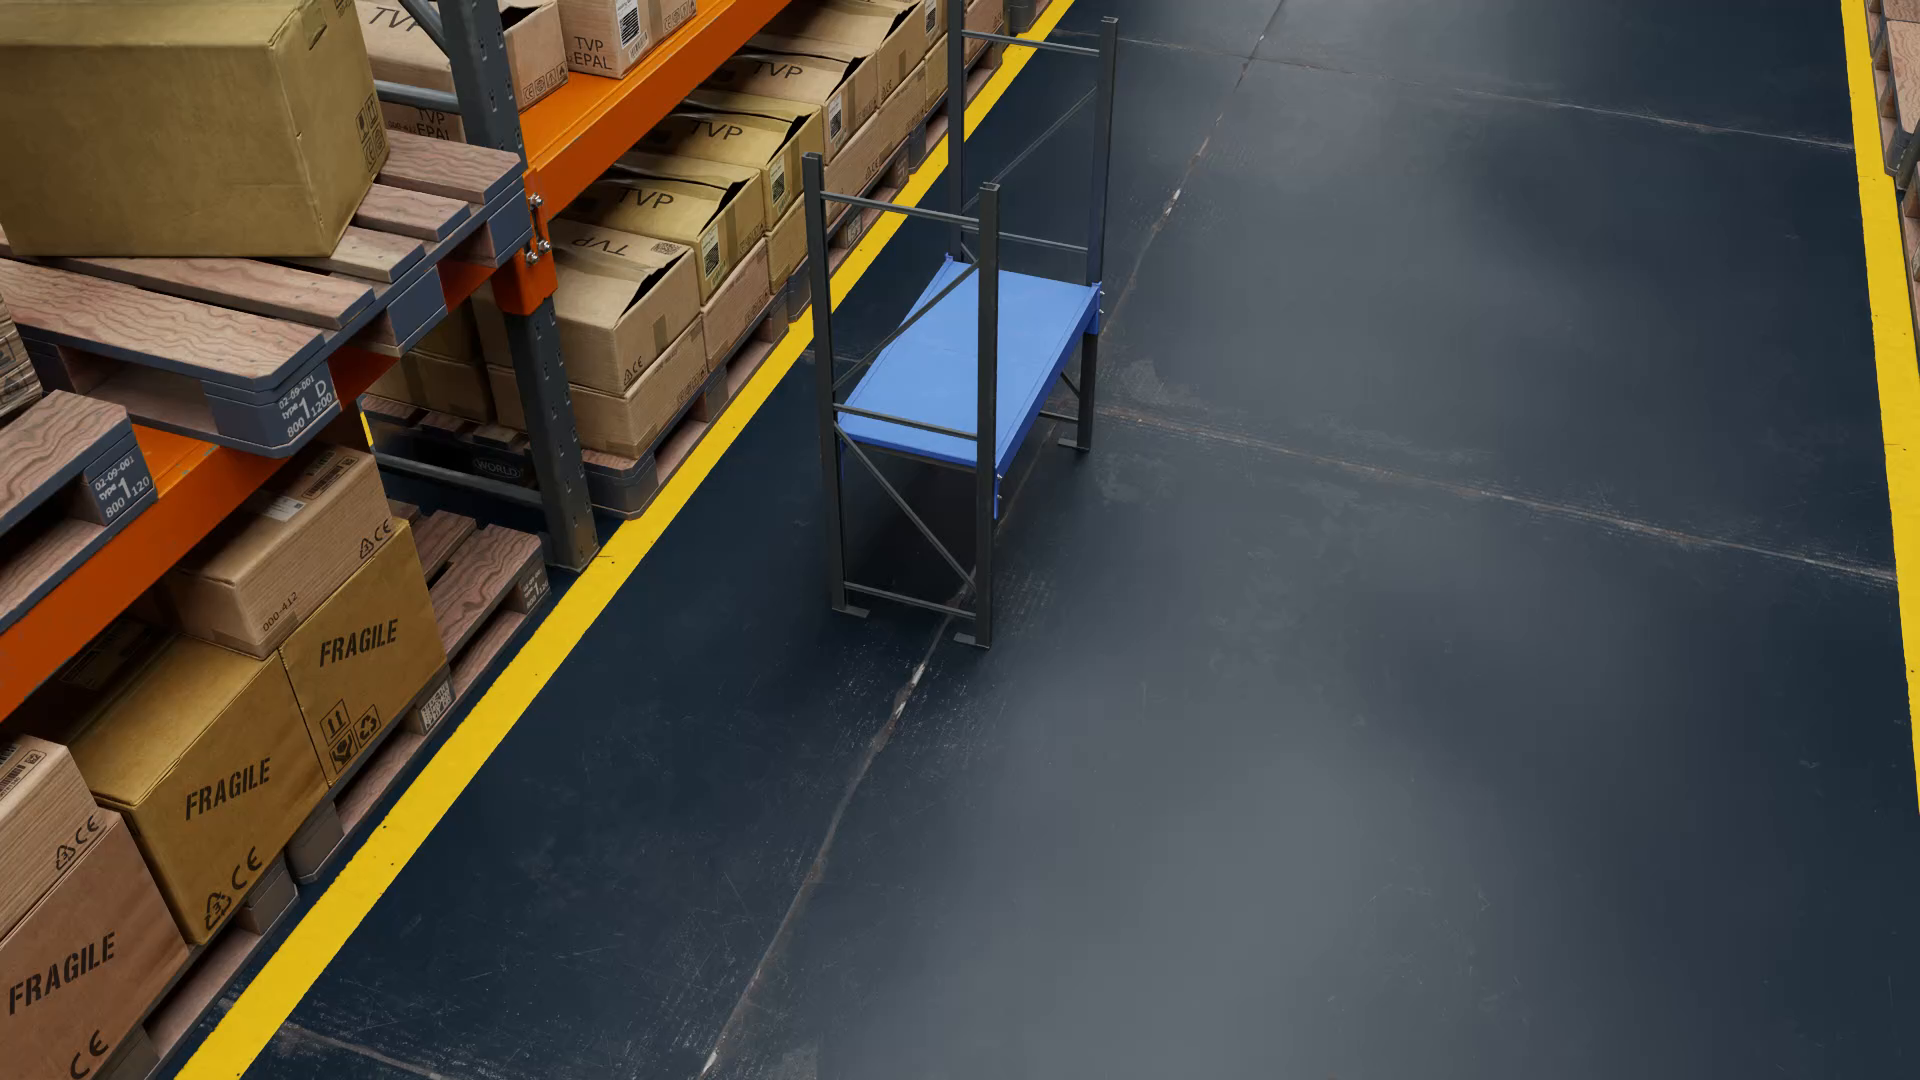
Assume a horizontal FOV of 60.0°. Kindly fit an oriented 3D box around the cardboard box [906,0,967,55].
[{"bbox_3d":[-0.290,-2.318,7.019,0.500,0.311,0.500,14,43,16],"label":"cardboard box"}]

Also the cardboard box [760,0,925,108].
[{"bbox_3d":[-0.463,-2.014,6.663,0.500,0.311,0.500,13,42,15],"label":"cardboard box"}]

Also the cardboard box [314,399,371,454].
[{"bbox_3d":[-2.041,-0.183,4.740,0.500,0.500,0.500,15,43,17],"label":"cardboard box"}]

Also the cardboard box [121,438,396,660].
[{"bbox_3d":[-1.732,-0.025,3.977,0.500,0.250,0.500,15,43,17],"label":"cardboard box"}]

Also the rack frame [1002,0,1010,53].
[{"bbox_3d":[-0.249,-3.621,7.183,1.000,3.000,0.127,13,42,15],"label":"rack frame"}]

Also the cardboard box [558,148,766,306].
[{"bbox_3d":[-0.990,-1.084,5.573,0.500,0.311,0.500,12,42,14],"label":"cardboard box"}]

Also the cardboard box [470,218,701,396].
[{"bbox_3d":[-1.162,-0.762,5.195,0.500,0.311,0.500,15,43,17],"label":"cardboard box"}]

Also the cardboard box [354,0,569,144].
[{"bbox_3d":[-1.452,-1.359,4.601,0.500,0.311,0.500,16,43,18],"label":"cardboard box"}]

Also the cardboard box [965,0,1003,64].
[{"bbox_3d":[-0.119,-2.417,7.567,0.500,0.250,0.500,13,42,15],"label":"cardboard box"}]

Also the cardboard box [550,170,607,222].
[{"bbox_3d":[-1.498,-1.200,5.709,0.500,0.311,0.500,13,42,14],"label":"cardboard box"}]

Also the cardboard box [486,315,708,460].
[{"bbox_3d":[-1.162,-0.549,5.377,0.500,0.250,0.500,13,42,15],"label":"cardboard box"}]

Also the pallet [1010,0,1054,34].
[{"bbox_3d":[0.062,-3.036,8.645,1.003,0.211,1.213,13,42,15],"label":"pallet"}]

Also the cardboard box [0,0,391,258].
[{"bbox_3d":[-1.726,-0.970,3.675,0.700,0.500,0.500,0,40,0],"label":"cardboard box"}]

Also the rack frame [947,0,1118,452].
[{"bbox_3d":[0.203,-0.933,5.188,0.500,1.500,0.032,13,42,15],"label":"rack frame"}]

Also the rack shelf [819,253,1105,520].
[{"bbox_3d":[0.029,-0.486,4.941,0.538,0.185,1.000,13,42,15],"label":"rack shelf"}]

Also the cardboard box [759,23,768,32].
[{"bbox_3d":[-0.977,-2.131,6.799,0.500,0.311,0.500,12,42,14],"label":"cardboard box"}]

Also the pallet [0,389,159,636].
[{"bbox_3d":[-2.278,0.079,2.994,1.003,0.211,1.213,13,42,15],"label":"pallet"}]

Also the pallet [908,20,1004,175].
[{"bbox_3d":[-0.464,-2.102,7.551,1.003,0.211,1.213,13,42,15],"label":"pallet"}]

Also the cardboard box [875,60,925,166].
[{"bbox_3d":[-0.468,-1.797,6.840,0.500,0.250,0.500,14,42,16],"label":"cardboard box"}]

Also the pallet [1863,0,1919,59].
[{"bbox_3d":[5.019,-2.627,8.166,1.003,0.211,1.213,13,42,15],"label":"pallet"}]

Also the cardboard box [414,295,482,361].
[{"bbox_3d":[-1.669,-0.882,5.336,0.500,0.311,0.500,14,43,16],"label":"cardboard box"}]

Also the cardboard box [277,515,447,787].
[{"bbox_3d":[-1.716,0.225,4.262,0.500,0.500,0.500,15,43,17],"label":"cardboard box"}]

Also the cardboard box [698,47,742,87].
[{"bbox_3d":[-1.149,-1.813,6.427,0.500,0.311,0.500,14,43,16],"label":"cardboard box"}]

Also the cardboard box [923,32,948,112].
[{"bbox_3d":[-0.293,-2.109,7.206,0.500,0.250,0.500,13,42,14],"label":"cardboard box"}]

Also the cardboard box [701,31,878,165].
[{"bbox_3d":[-0.638,-1.709,6.305,0.500,0.311,0.500,13,42,15],"label":"cardboard box"}]

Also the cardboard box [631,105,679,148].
[{"bbox_3d":[-1.322,-1.508,6.069,0.500,0.311,0.500,13,42,15],"label":"cardboard box"}]

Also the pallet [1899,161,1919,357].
[{"bbox_3d":[4.142,-0.987,6.245,1.003,0.211,1.213,13,42,15],"label":"pallet"}]

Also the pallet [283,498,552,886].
[{"bbox_3d":[-1.908,0.327,4.704,1.003,0.211,1.213,13,42,15],"label":"pallet"}]

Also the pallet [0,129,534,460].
[{"bbox_3d":[-1.783,-0.679,3.882,1.213,0.211,1.003,13,42,15],"label":"pallet"}]

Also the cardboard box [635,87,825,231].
[{"bbox_3d":[-0.814,-1.395,5.937,0.500,0.311,0.500,12,42,14],"label":"cardboard box"}]

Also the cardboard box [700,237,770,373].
[{"bbox_3d":[-0.991,-0.856,5.737,0.500,0.250,0.500,12,42,14],"label":"cardboard box"}]

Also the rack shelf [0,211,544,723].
[{"bbox_3d":[-2.301,0.313,3.127,1.077,0.370,4.000,13,42,15],"label":"rack shelf"}]

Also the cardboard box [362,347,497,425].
[{"bbox_3d":[-1.666,-0.670,5.519,0.500,0.250,0.500,14,42,16],"label":"cardboard box"}]

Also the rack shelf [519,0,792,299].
[{"bbox_3d":[-0.933,-2.127,5.986,1.077,0.370,4.000,13,42,15],"label":"rack shelf"}]

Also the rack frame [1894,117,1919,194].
[{"bbox_3d":[4.407,-2.523,5.897,1.000,3.000,0.127,13,42,15],"label":"rack frame"}]

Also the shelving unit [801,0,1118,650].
[{"bbox_3d":[0.029,-0.623,4.824,0.538,1.500,1.048,13,42,15],"label":"shelving unit"}]

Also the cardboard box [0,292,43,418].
[{"bbox_3d":[-2.219,-0.454,3.071,0.700,0.500,0.500,21,45,23],"label":"cardboard box"}]

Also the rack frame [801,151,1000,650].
[{"bbox_3d":[-0.145,-0.313,4.461,0.500,1.500,0.032,13,42,15],"label":"rack frame"}]

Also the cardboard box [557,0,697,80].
[{"bbox_3d":[-1.129,-1.649,4.941,0.500,0.311,0.500,13,42,15],"label":"cardboard box"}]

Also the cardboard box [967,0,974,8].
[{"bbox_3d":[-0.118,-2.637,7.393,0.500,0.311,0.500,13,42,15],"label":"cardboard box"}]

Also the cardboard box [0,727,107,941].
[{"bbox_3d":[-2.077,0.600,3.245,0.500,0.250,0.500,13,42,14],"label":"cardboard box"}]

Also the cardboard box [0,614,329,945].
[{"bbox_3d":[-1.894,0.541,3.892,0.500,0.500,0.500,12,42,14],"label":"cardboard box"}]

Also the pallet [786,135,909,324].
[{"bbox_3d":[-0.880,-1.355,6.676,1.003,0.211,1.213,13,42,15],"label":"pallet"}]

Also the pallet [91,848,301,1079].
[{"bbox_3d":[-2.327,1.069,3.835,1.003,0.211,1.213,13,42,15],"label":"pallet"}]

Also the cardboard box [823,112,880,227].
[{"bbox_3d":[-0.643,-1.487,6.476,0.500,0.250,0.500,14,42,16],"label":"cardboard box"}]

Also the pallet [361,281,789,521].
[{"bbox_3d":[-1.299,-0.613,5.806,1.003,0.211,1.213,13,42,15],"label":"pallet"}]

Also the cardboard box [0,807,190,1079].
[{"bbox_3d":[-2.067,0.862,3.515,0.500,0.500,0.500,12,42,13],"label":"cardboard box"}]

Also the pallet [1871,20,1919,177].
[{"bbox_3d":[4.604,-1.880,7.291,1.003,0.211,1.213,13,42,15],"label":"pallet"}]

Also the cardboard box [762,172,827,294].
[{"bbox_3d":[-0.819,-1.174,6.110,0.500,0.250,0.500,12,42,14],"label":"cardboard box"}]

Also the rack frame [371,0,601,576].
[{"bbox_3d":[-1.617,-1.181,4.323,1.000,3.000,0.127,13,42,15],"label":"rack frame"}]
